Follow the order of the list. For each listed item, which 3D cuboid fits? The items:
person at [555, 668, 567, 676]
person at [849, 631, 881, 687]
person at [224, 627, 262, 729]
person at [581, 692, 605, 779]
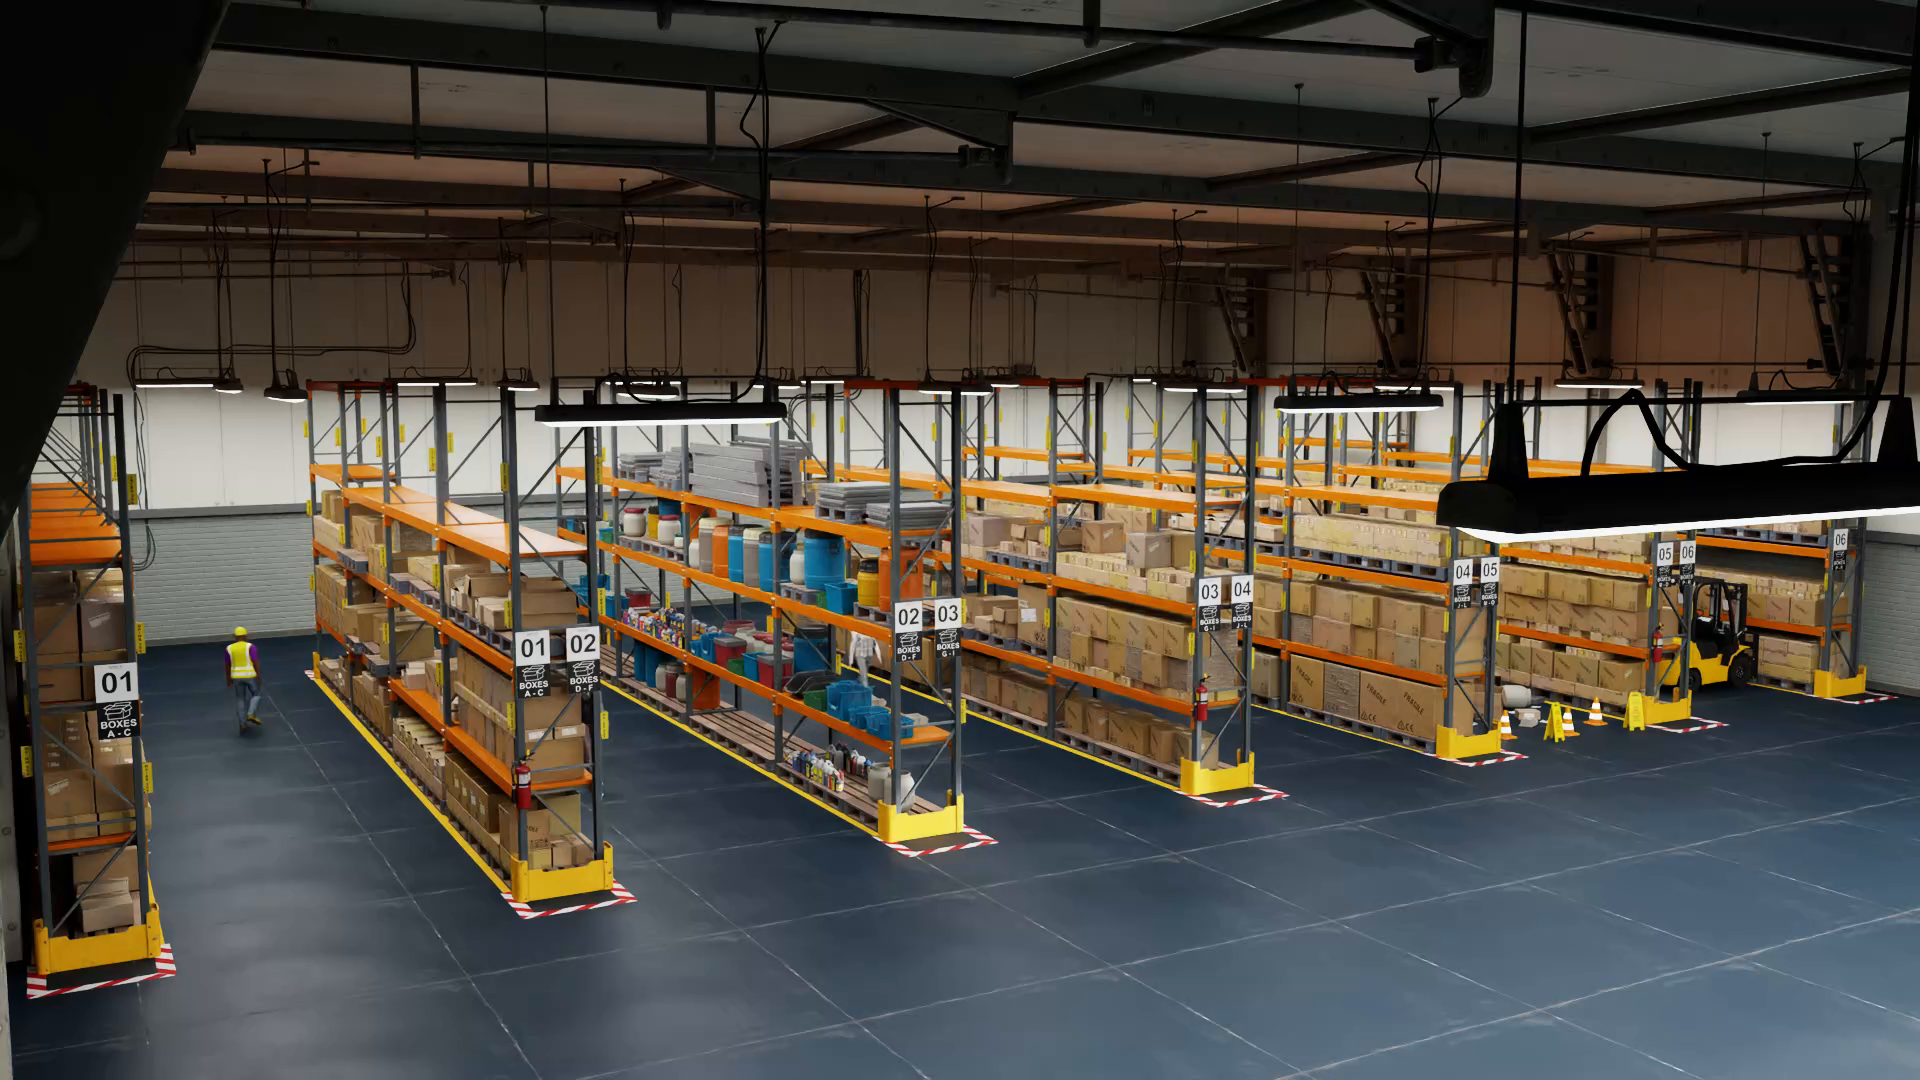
[{"bbox_3d":[-7.328,2.297,30.085,0.605,1.685,0.727,-2,6,-17],"label":"person"},{"bbox_3d":[-1.764,2.177,31.187,0.535,1.617,1.045,-4,7,-34],"label":"person"},{"bbox_3d":[-12.424,2.390,28.830,0.608,1.764,0.505,-1,6,-7],"label":"person"},{"bbox_3d":[-5.643,2.786,25.316,1.054,1.661,0.570,4,7,33],"label":"person"}]
